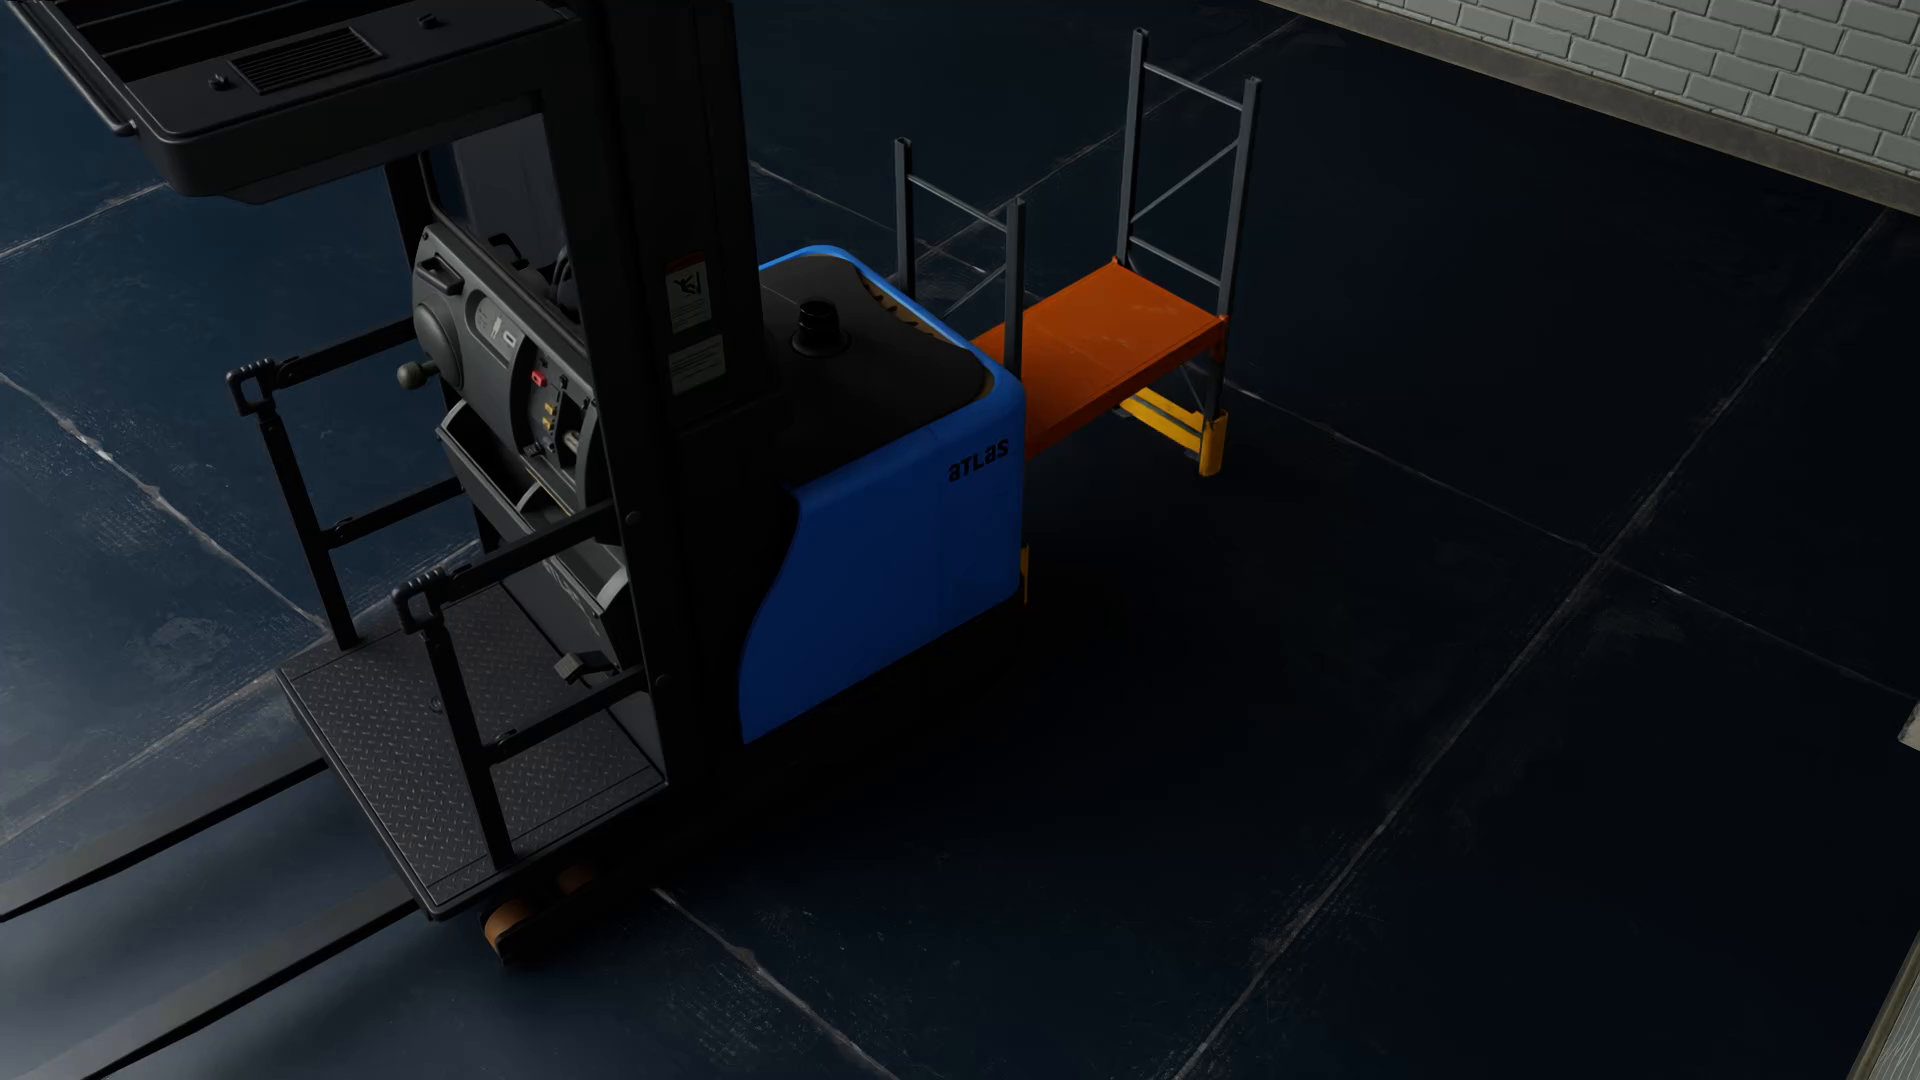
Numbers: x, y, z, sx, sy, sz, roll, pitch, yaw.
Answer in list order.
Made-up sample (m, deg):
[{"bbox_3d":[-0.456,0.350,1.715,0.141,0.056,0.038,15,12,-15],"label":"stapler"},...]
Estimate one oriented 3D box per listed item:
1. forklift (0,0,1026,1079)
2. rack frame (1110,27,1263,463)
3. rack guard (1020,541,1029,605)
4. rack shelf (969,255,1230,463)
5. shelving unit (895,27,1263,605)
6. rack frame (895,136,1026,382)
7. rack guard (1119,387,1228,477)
[{"bbox_3d":[-1.273,-0.363,3.942,3.031,2.935,1.130,-28,49,-27],"label":"forklift"},{"bbox_3d":[0.731,-0.946,5.646,0.032,1.500,0.500,-33,51,-31],"label":"rack frame"},{"bbox_3d":[-0.003,-0.011,5.548,0.087,0.250,0.587,-33,51,-31],"label":"rack guard"},{"bbox_3d":[0.364,-0.576,5.508,1.000,0.185,0.538,-33,51,-31],"label":"rack shelf"},{"bbox_3d":[0.357,-0.705,5.382,1.083,1.500,0.587,-33,51,-31],"label":"shelving unit"},{"bbox_3d":[-0.004,-0.473,5.127,0.032,1.500,0.500,-33,51,-31],"label":"rack frame"},{"bbox_3d":[0.717,-0.474,6.057,0.087,0.250,0.587,-33,51,-31],"label":"rack guard"}]
